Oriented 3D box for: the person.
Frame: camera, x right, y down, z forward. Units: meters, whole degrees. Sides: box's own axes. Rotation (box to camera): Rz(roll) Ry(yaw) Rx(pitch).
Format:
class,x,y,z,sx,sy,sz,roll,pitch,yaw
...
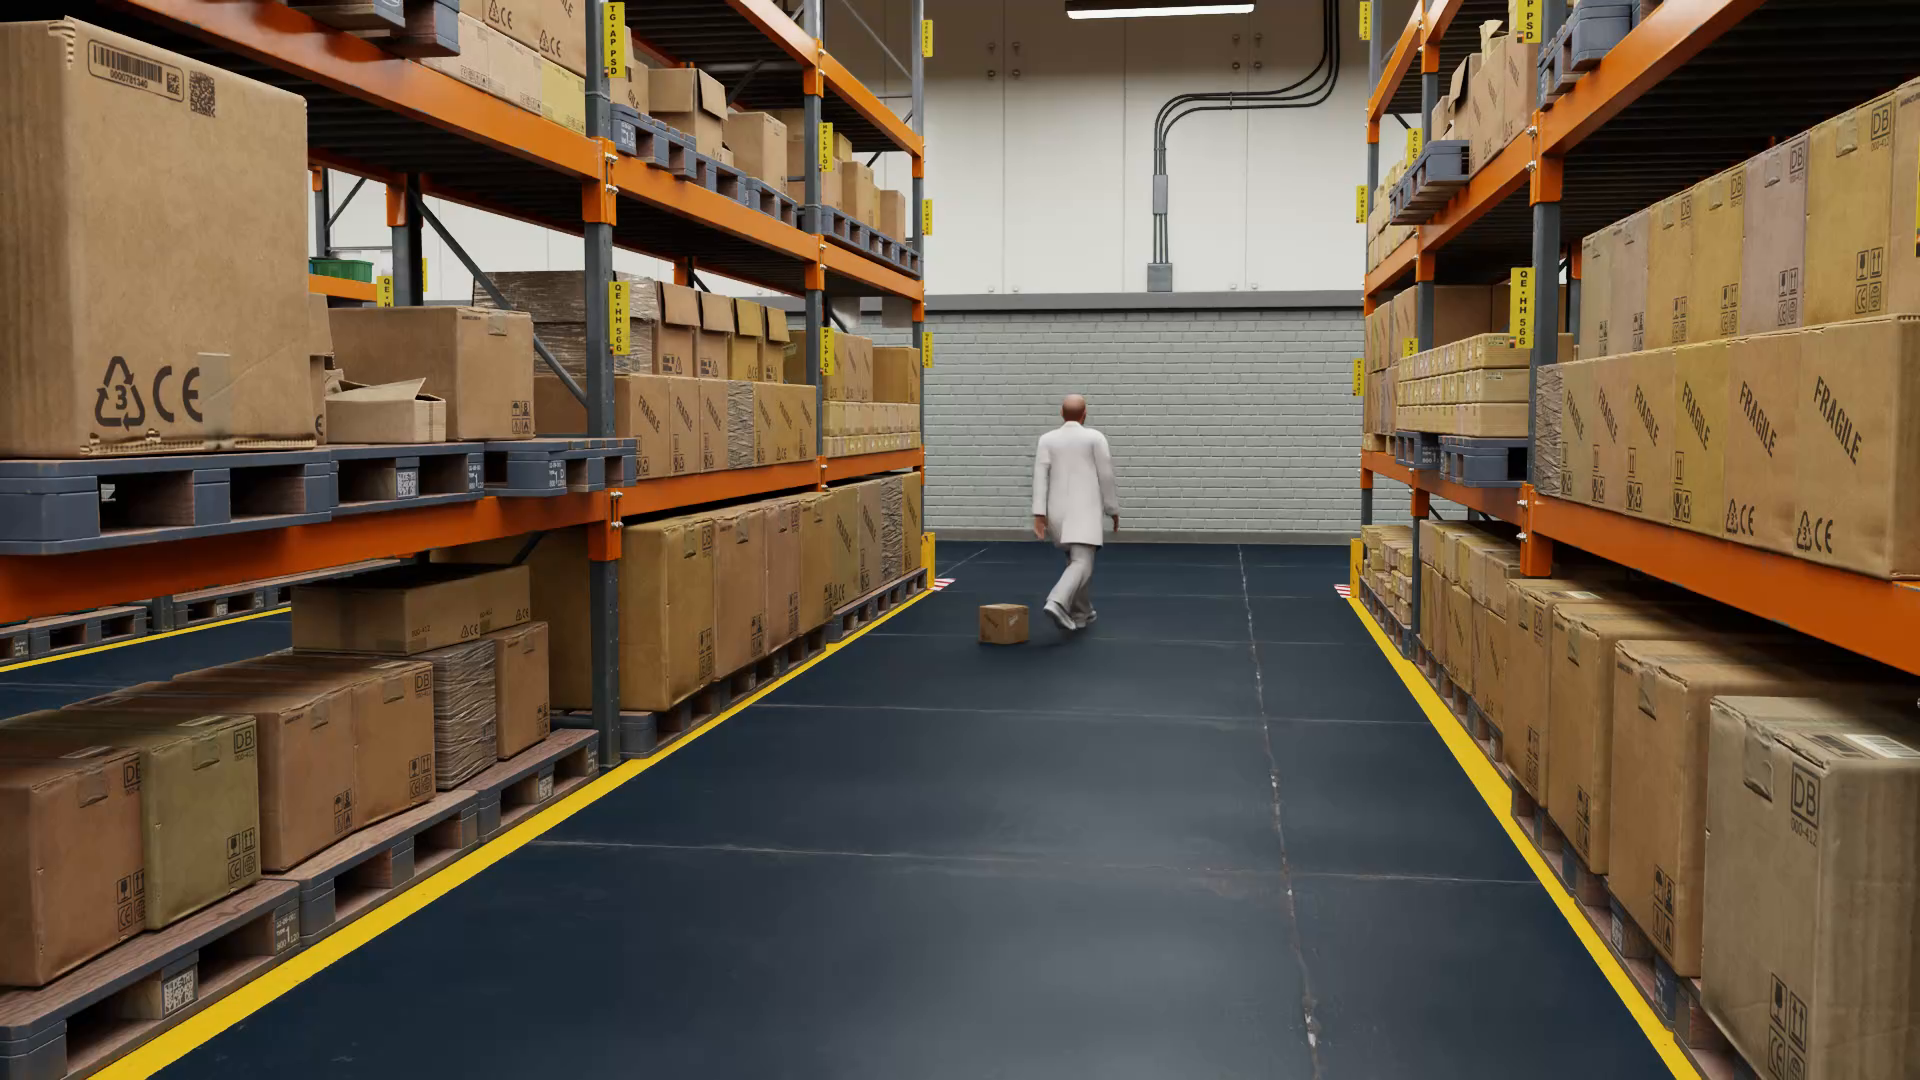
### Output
class,x,y,z,sx,sy,sz,roll,pitch,yaw
person,0.815,-0.191,12.053,0.579,1.729,1.127,3,5,30
